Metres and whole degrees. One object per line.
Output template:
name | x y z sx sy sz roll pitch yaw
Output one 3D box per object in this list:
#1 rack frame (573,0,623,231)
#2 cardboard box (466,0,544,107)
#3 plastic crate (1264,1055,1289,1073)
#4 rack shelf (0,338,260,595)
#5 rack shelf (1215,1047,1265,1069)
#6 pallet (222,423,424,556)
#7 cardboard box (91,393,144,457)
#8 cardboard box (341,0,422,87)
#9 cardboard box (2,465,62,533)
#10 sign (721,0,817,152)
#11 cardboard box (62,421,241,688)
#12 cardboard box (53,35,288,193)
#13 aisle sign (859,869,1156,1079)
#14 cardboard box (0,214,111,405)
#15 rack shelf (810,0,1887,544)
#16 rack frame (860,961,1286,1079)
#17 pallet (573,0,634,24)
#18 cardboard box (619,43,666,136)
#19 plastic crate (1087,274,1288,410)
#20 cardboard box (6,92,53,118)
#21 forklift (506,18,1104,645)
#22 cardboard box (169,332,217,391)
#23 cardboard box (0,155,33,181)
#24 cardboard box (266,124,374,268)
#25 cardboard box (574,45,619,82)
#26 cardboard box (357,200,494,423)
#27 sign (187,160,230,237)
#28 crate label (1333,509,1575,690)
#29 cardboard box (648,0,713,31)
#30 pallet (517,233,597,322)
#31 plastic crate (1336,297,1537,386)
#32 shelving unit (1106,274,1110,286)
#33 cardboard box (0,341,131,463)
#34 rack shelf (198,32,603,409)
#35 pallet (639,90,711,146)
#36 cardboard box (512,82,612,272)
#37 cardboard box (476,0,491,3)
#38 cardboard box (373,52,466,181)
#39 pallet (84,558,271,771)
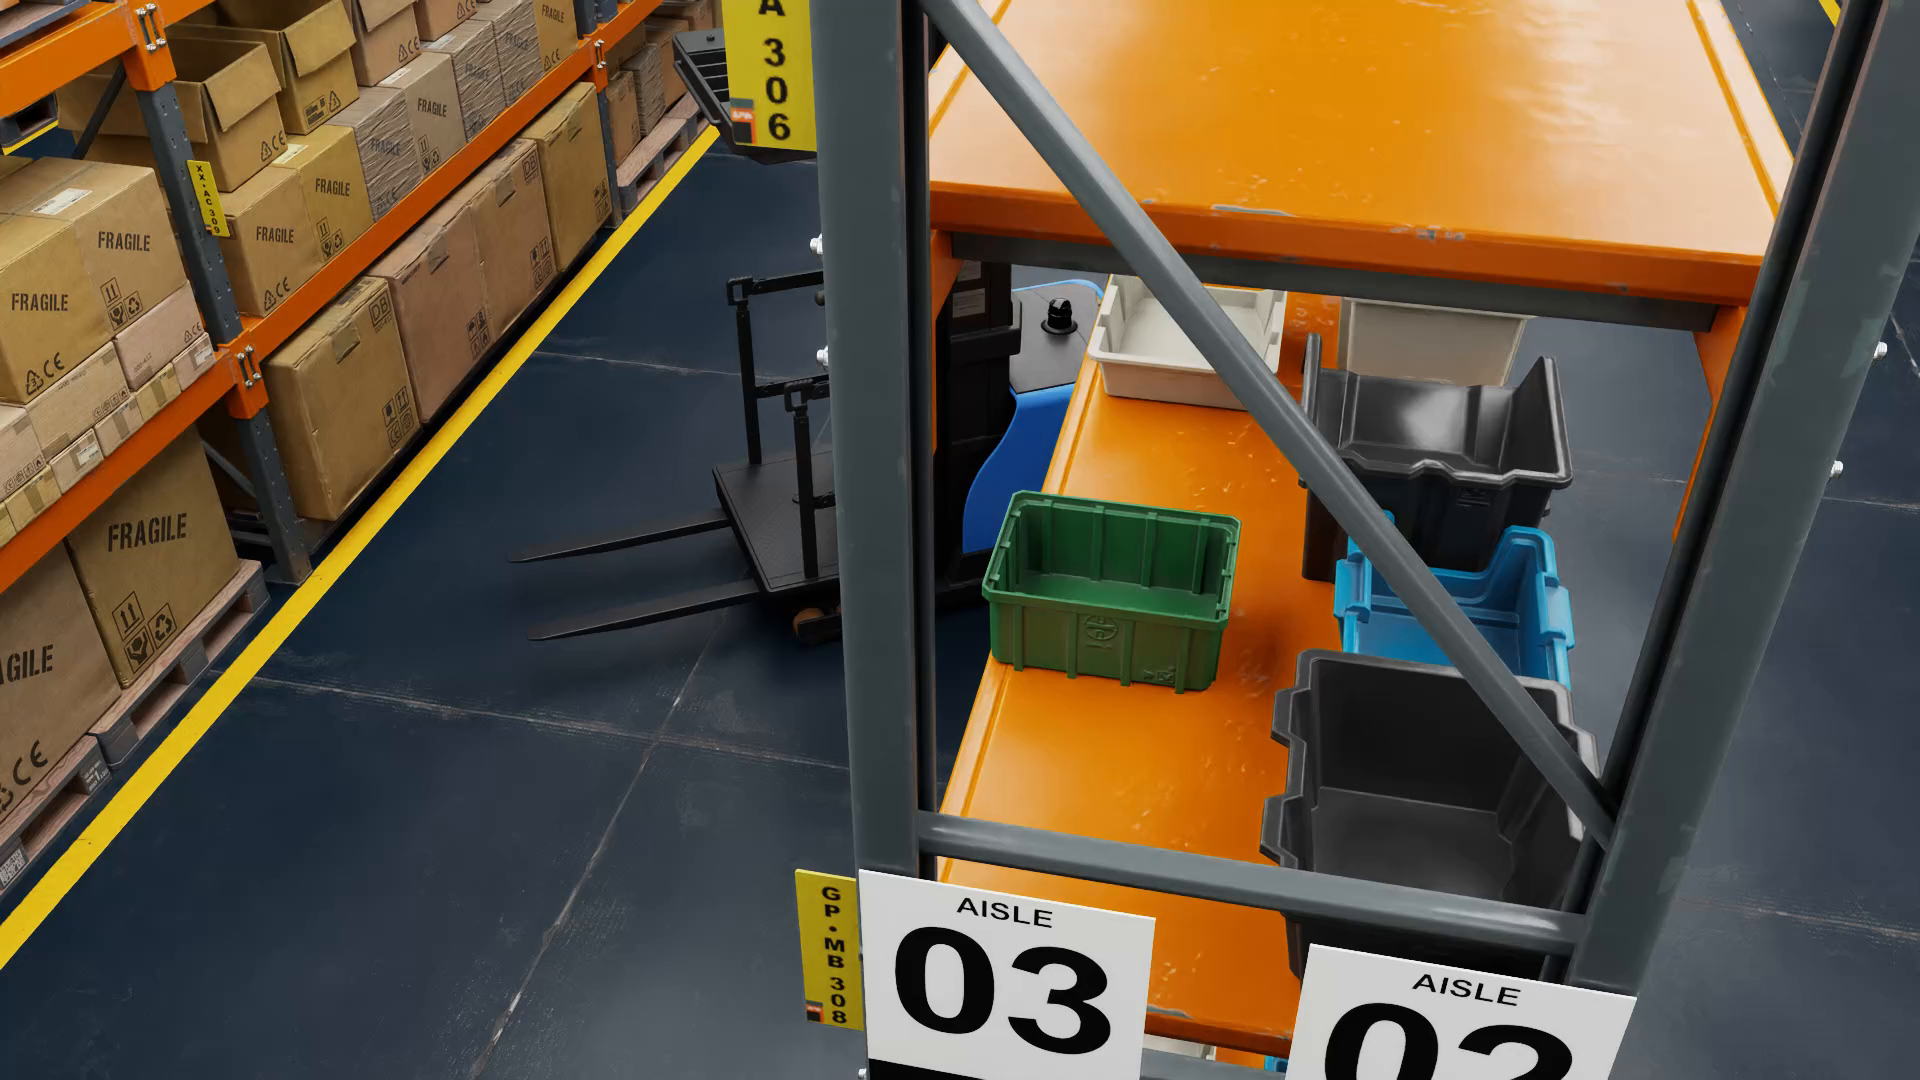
rack frame | -2.770 -3.378 10.355 1.000 3.000 0.127 7 37 10
cardboard box | -2.745 -2.819 9.499 0.500 0.500 0.500 7 37 10
plastic crate | 0.875 1.395 3.861 0.416 0.233 0.300 7 37 10
rack shelf | -4.051 0.353 5.820 1.077 0.370 4.000 7 37 10
rack shelf | 0.787 0.974 4.963 1.077 0.370 4.000 7 37 10
pallet | -3.533 -0.407 8.632 1.003 0.211 1.213 7 37 10
cardboard box | -3.479 -0.472 6.560 0.380 0.149 0.250 7 36 9
cardboard box | -3.220 -2.649 8.409 0.797 0.503 0.637 8 37 11
cardboard box | -3.589 -0.177 6.152 0.380 0.149 0.250 8 37 11
sign | -0.181 -0.529 1.586 0.100 0.325 0.005 7 37 10
cardboard box | -3.843 -0.026 7.183 0.875 0.875 0.875 7 37 10
cardboard box | -3.496 -1.899 7.374 0.797 0.503 0.637 6 36 9
aisle sign | 0.059 0.781 2.401 0.394 0.787 0.004 7 37 10
cardboard box | -3.572 -0.864 6.122 0.500 0.500 0.500 8 37 10
rack shelf | 0.787 -1.293 3.320 1.077 0.370 4.000 7 37 10
rack frame | 0.360 1.829 3.170 1.000 3.000 0.127 7 37 10
pallet | -2.722 -3.722 10.993 1.213 0.211 1.003 7 37 10
cardboard box | -2.540 -3.250 11.934 0.700 0.500 0.500 4 36 6
plastic crate | 0.559 -0.494 4.045 0.437 0.136 0.530 7 37 10
cardboard box | -7.376 -3.655 12.296 1.050 0.750 0.750 7 36 9
forklift | -0.585 -1.061 7.216 3.031 2.935 1.130 -12 38 -16
cardboard box | -3.369 -0.767 6.967 0.380 0.149 0.250 8 37 10
cardboard box | -3.976 -1.206 6.593 0.500 0.500 0.500 7 37 10
cardboard box | -3.175 -1.646 7.880 0.500 0.500 0.500 7 37 10
cardboard box | -2.656 -3.235 11.274 0.500 0.250 0.500 9 37 12
cardboard box | -3.317 -1.276 8.908 1.225 0.875 0.875 6 36 8
sign | -3.082 -1.399 6.819 0.100 0.325 0.005 7 37 10
crate label | 0.873 0.187 3.007 0.408 0.251 0.502 7 37 10
cardboard box | -2.307 -3.896 12.825 0.700 0.500 0.500 4 36 6
pallet | -3.012 -1.806 10.562 1.003 0.211 1.213 7 37 10
plastic crate | 1.135 -0.569 4.024 0.437 0.282 0.530 7 37 10
shelving unit | 0.938 -0.995 8.249 0.587 1.500 1.083 10 35 3
cardboard box | -3.570 -0.561 6.343 0.500 0.250 0.500 8 37 11
rack shelf | -3.197 -1.940 8.984 1.077 0.370 4.000 7 37 10
pallet | -2.339 -3.394 12.753 1.003 0.211 1.213 7 37 10
cardboard box | -2.937 -2.295 10.313 1.225 0.875 0.875 6 36 8
cardboard box | -2.942 -3.407 9.455 0.797 0.503 0.637 9 37 12
cardboard box | -2.963 -2.230 8.685 0.500 0.500 0.500 8 37 11
pallet | -3.863 0.470 7.421 1.003 0.211 1.213 7 37 10
